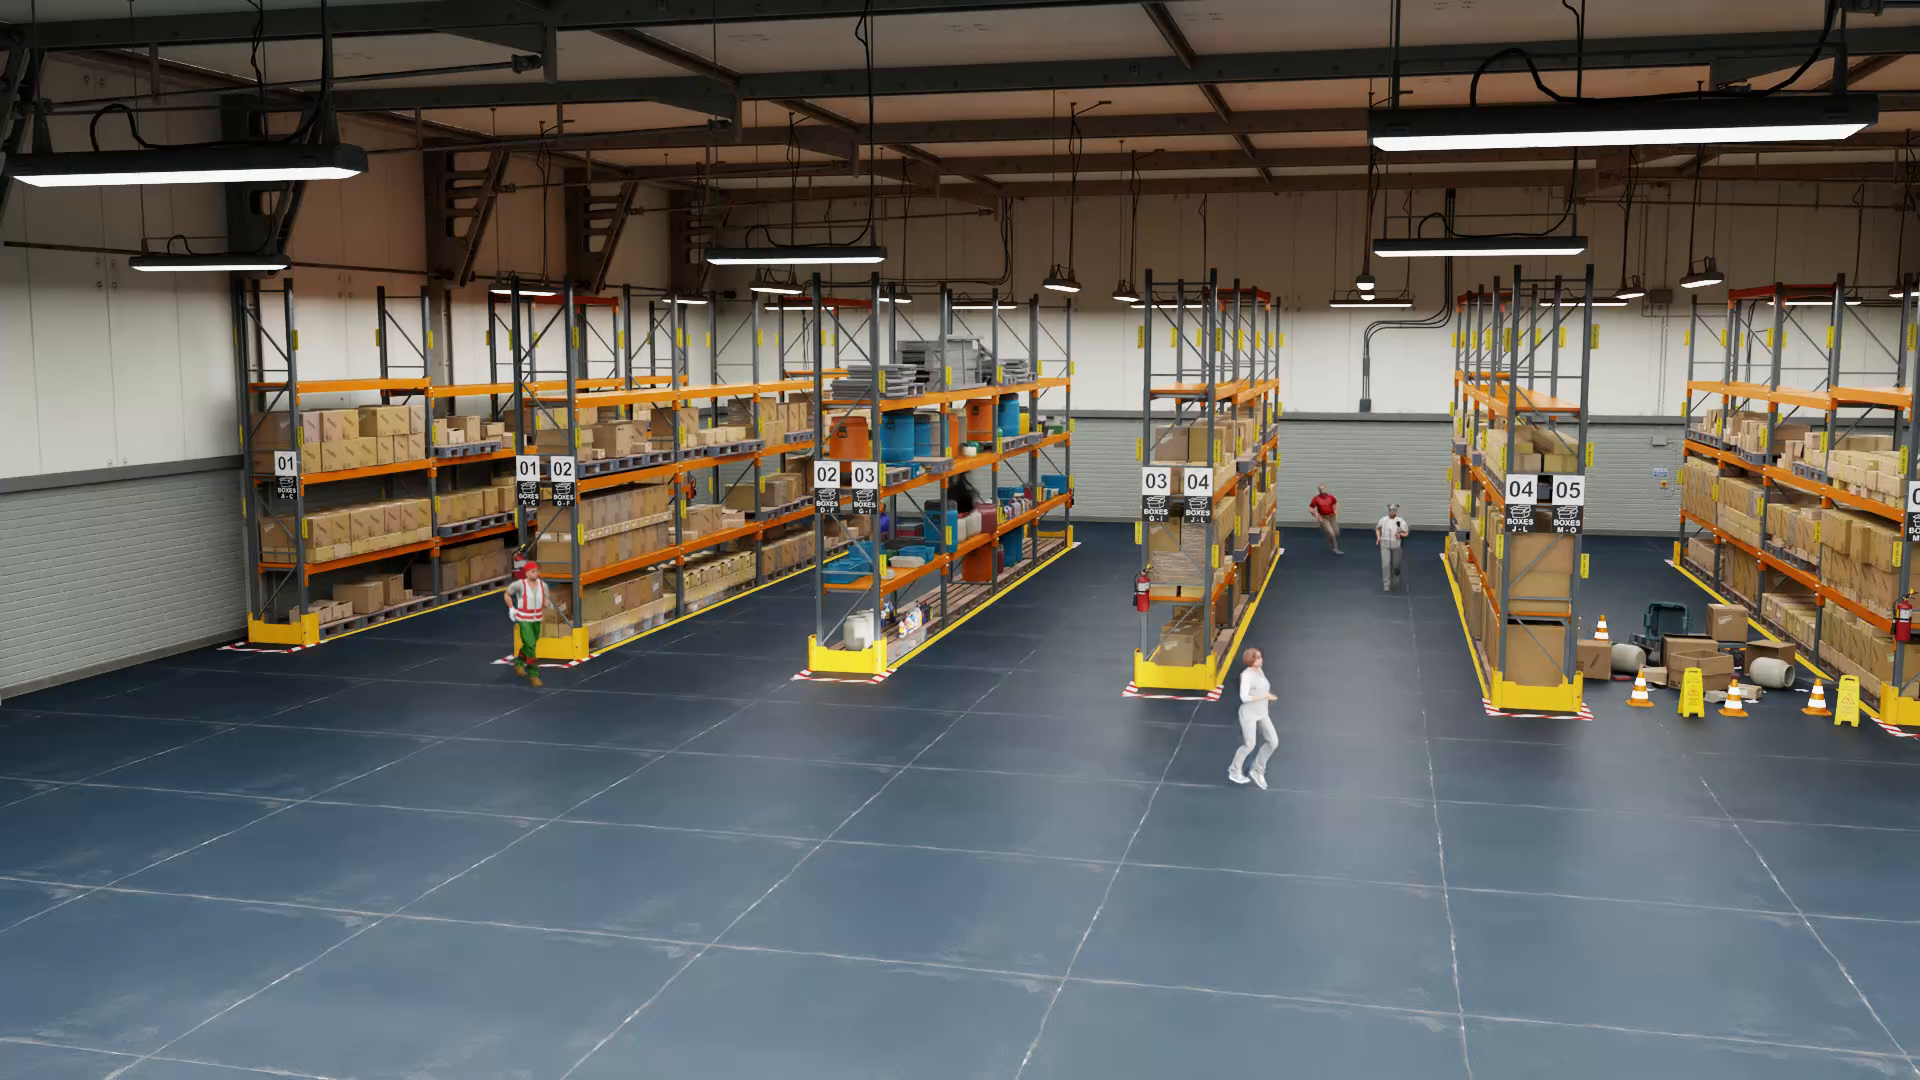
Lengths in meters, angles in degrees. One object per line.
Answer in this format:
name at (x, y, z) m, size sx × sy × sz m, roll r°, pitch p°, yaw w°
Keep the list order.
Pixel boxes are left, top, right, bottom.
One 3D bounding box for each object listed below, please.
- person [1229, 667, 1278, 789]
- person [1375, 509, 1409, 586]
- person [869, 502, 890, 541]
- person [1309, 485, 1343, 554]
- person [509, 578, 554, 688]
person at (3.263, 2.102, 18.599) m, size 0.567 × 1.388 × 0.349 m, roll 7°, pitch 9°, yaw 44°
person at (8.685, 0.115, 33.486) m, size 0.676 × 1.631 × 0.740 m, roll 2°, pitch 7°, yaw 18°
person at (-1.500, 0.134, 31.558) m, size 0.536 × 1.742 × 0.782 m, roll 1°, pitch 7°, yaw 10°
person at (8.619, -0.496, 39.138) m, size 0.803 × 1.634 × 0.567 m, roll -2°, pitch 7°, yaw -13°
person at (-6.353, 1.320, 24.372) m, size 0.933 × 1.582 × 0.493 m, roll 6°, pitch 9°, yaw 43°
